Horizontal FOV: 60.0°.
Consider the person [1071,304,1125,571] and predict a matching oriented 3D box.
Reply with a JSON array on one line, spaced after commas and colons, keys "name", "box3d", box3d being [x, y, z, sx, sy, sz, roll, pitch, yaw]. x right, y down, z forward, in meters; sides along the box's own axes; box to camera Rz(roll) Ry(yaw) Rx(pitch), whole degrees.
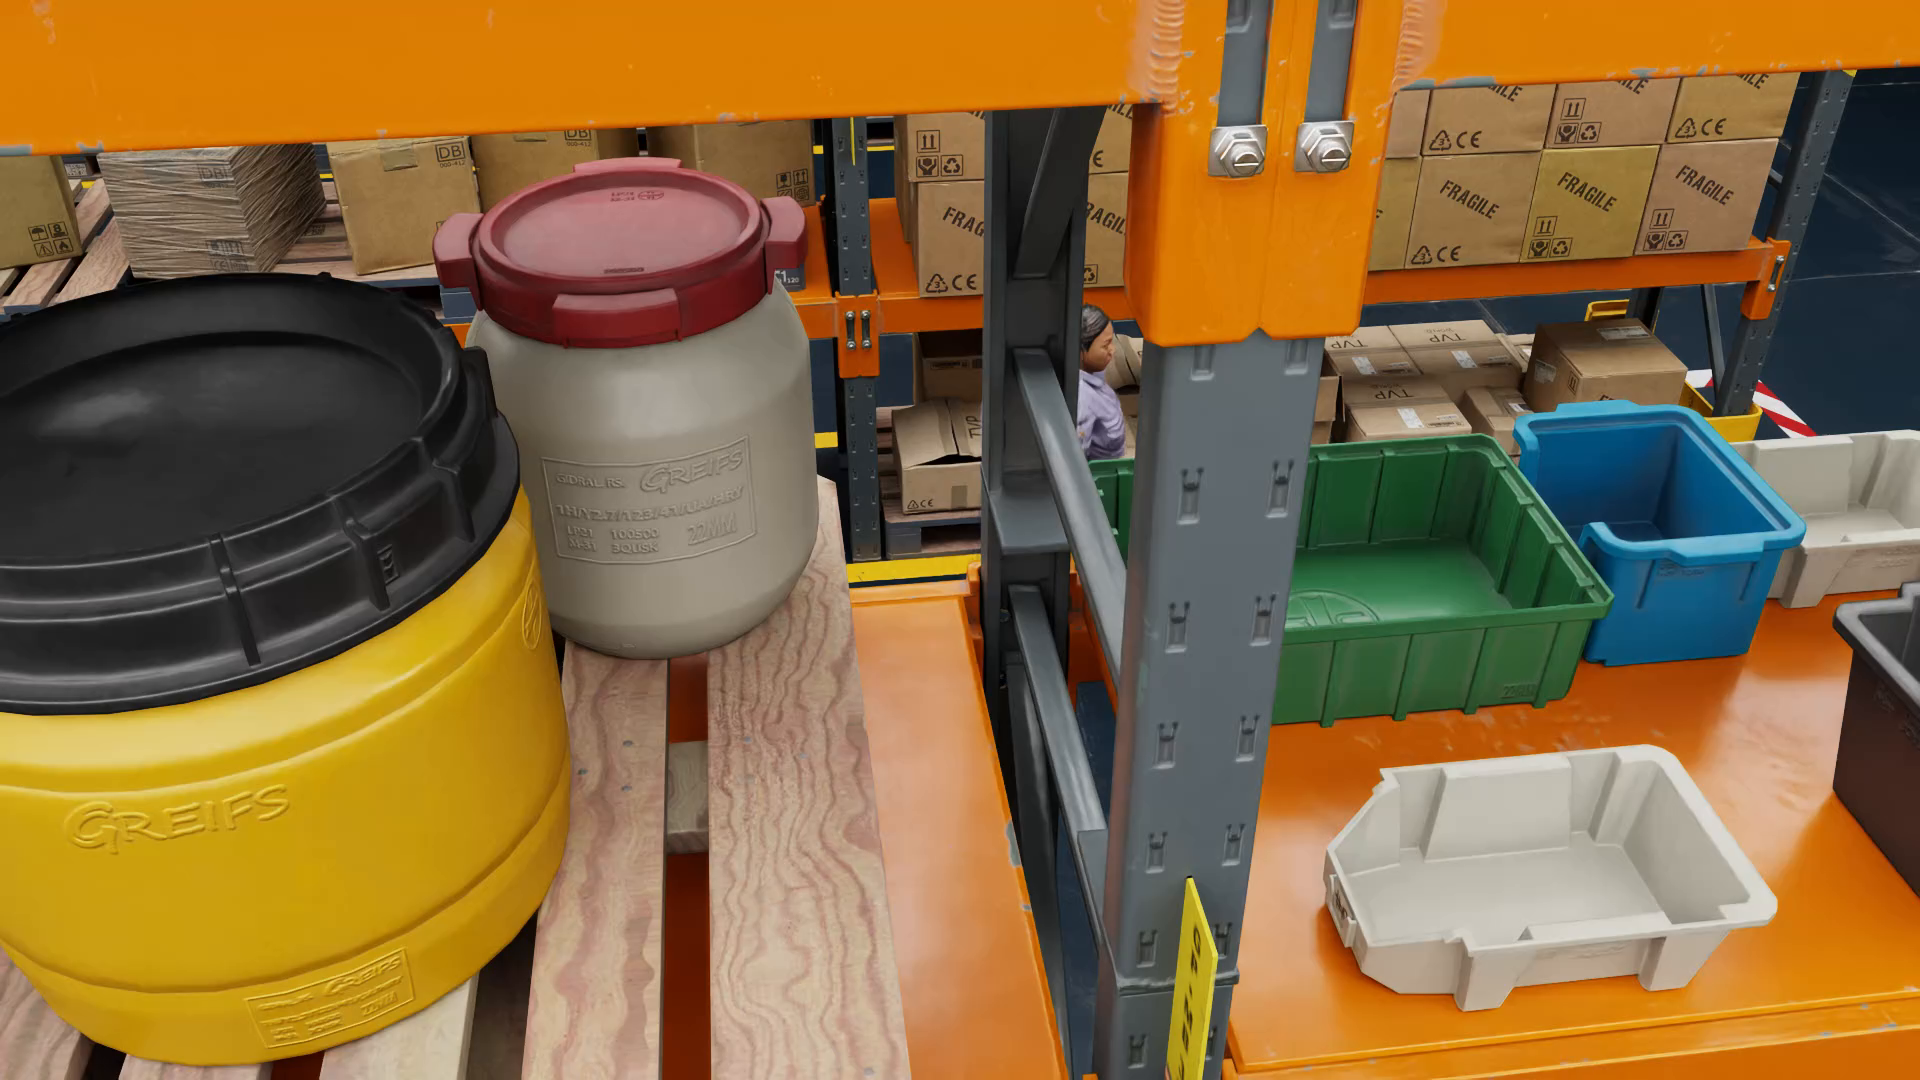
[{"name": "person", "box3d": [0.359, -0.101, 6.285, 0.504, 1.641, 0.650, 0, 35, 0]}]
